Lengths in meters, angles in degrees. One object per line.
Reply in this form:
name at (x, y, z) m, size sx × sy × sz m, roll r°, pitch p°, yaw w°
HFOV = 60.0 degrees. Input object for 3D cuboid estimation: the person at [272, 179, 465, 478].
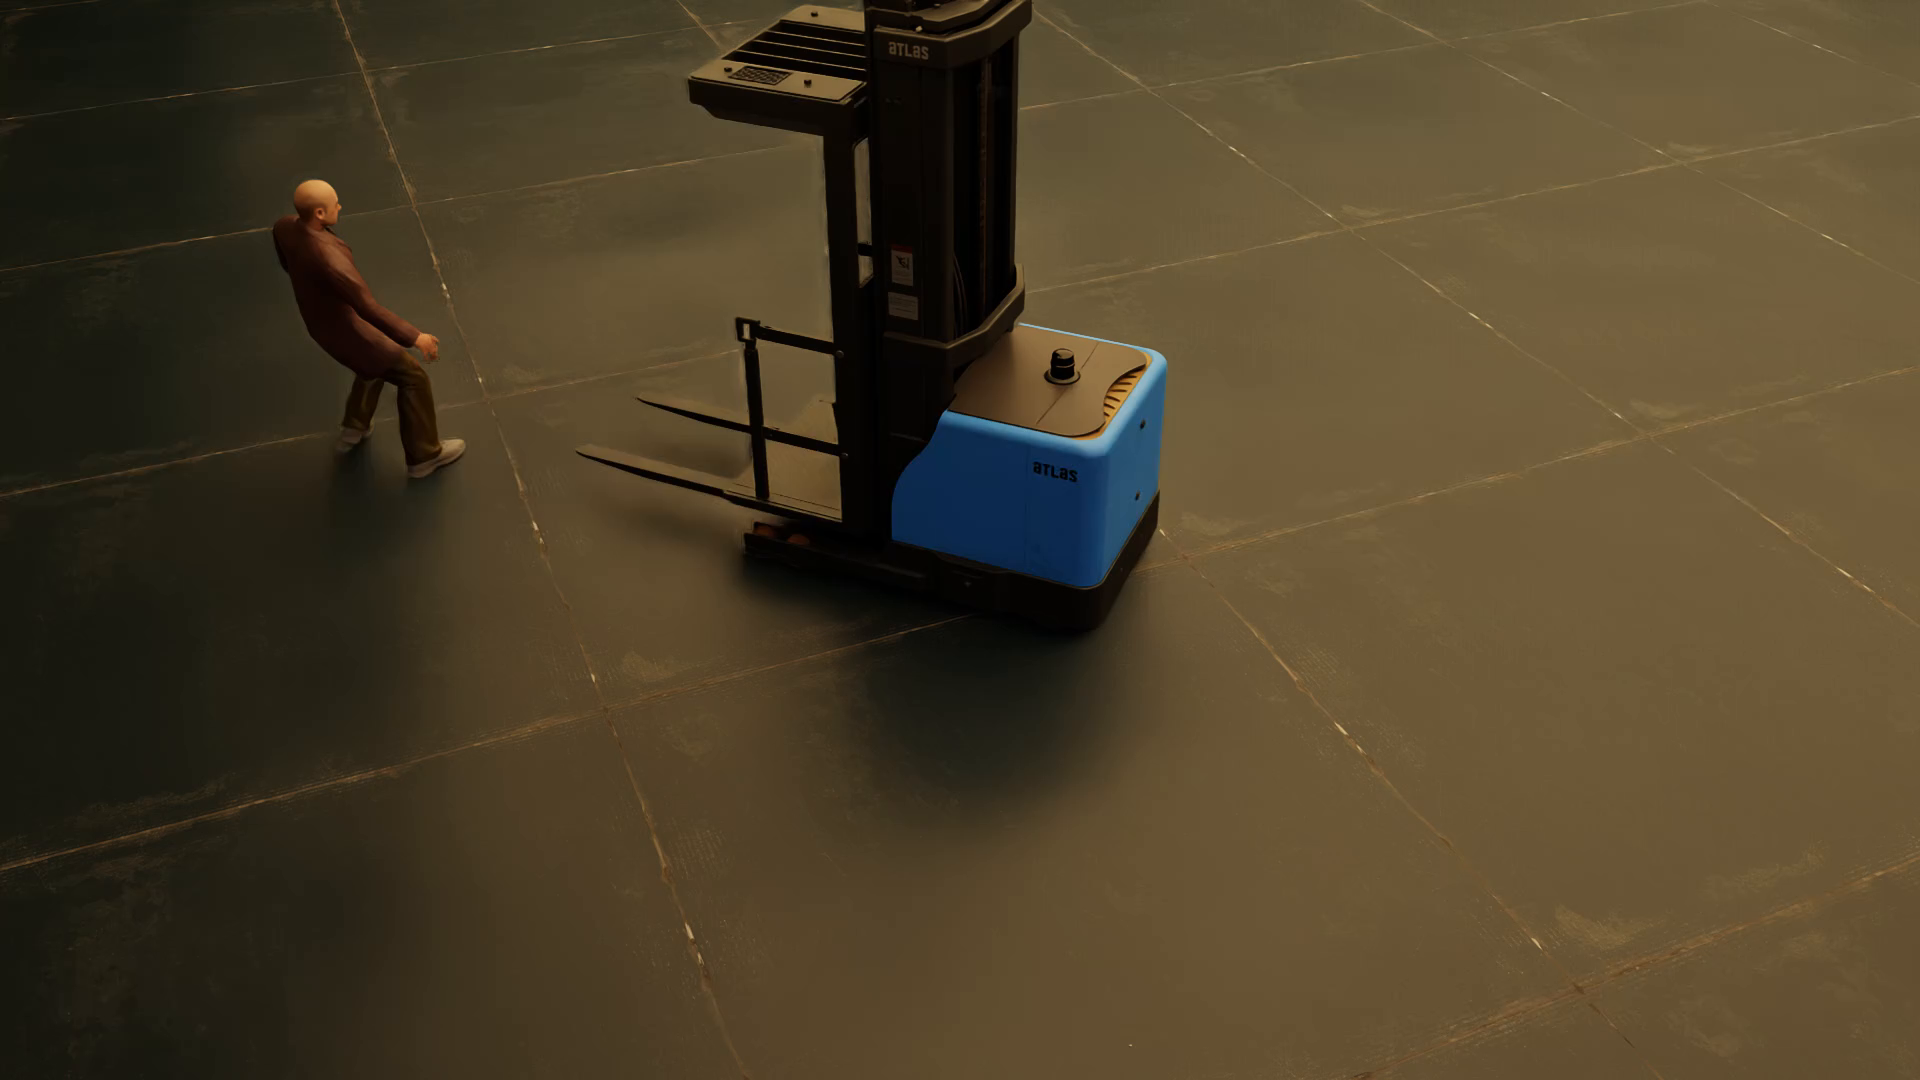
person at (-3.139, -1.163, 8.822) m, size 0.583 × 1.671 × 0.870 m, roll -29°, pitch 45°, yaw -34°

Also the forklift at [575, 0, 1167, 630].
forklift at (-0.545, -1.319, 7.954) m, size 3.031 × 2.935 × 1.130 m, roll 14°, pitch 38°, yaw 19°
